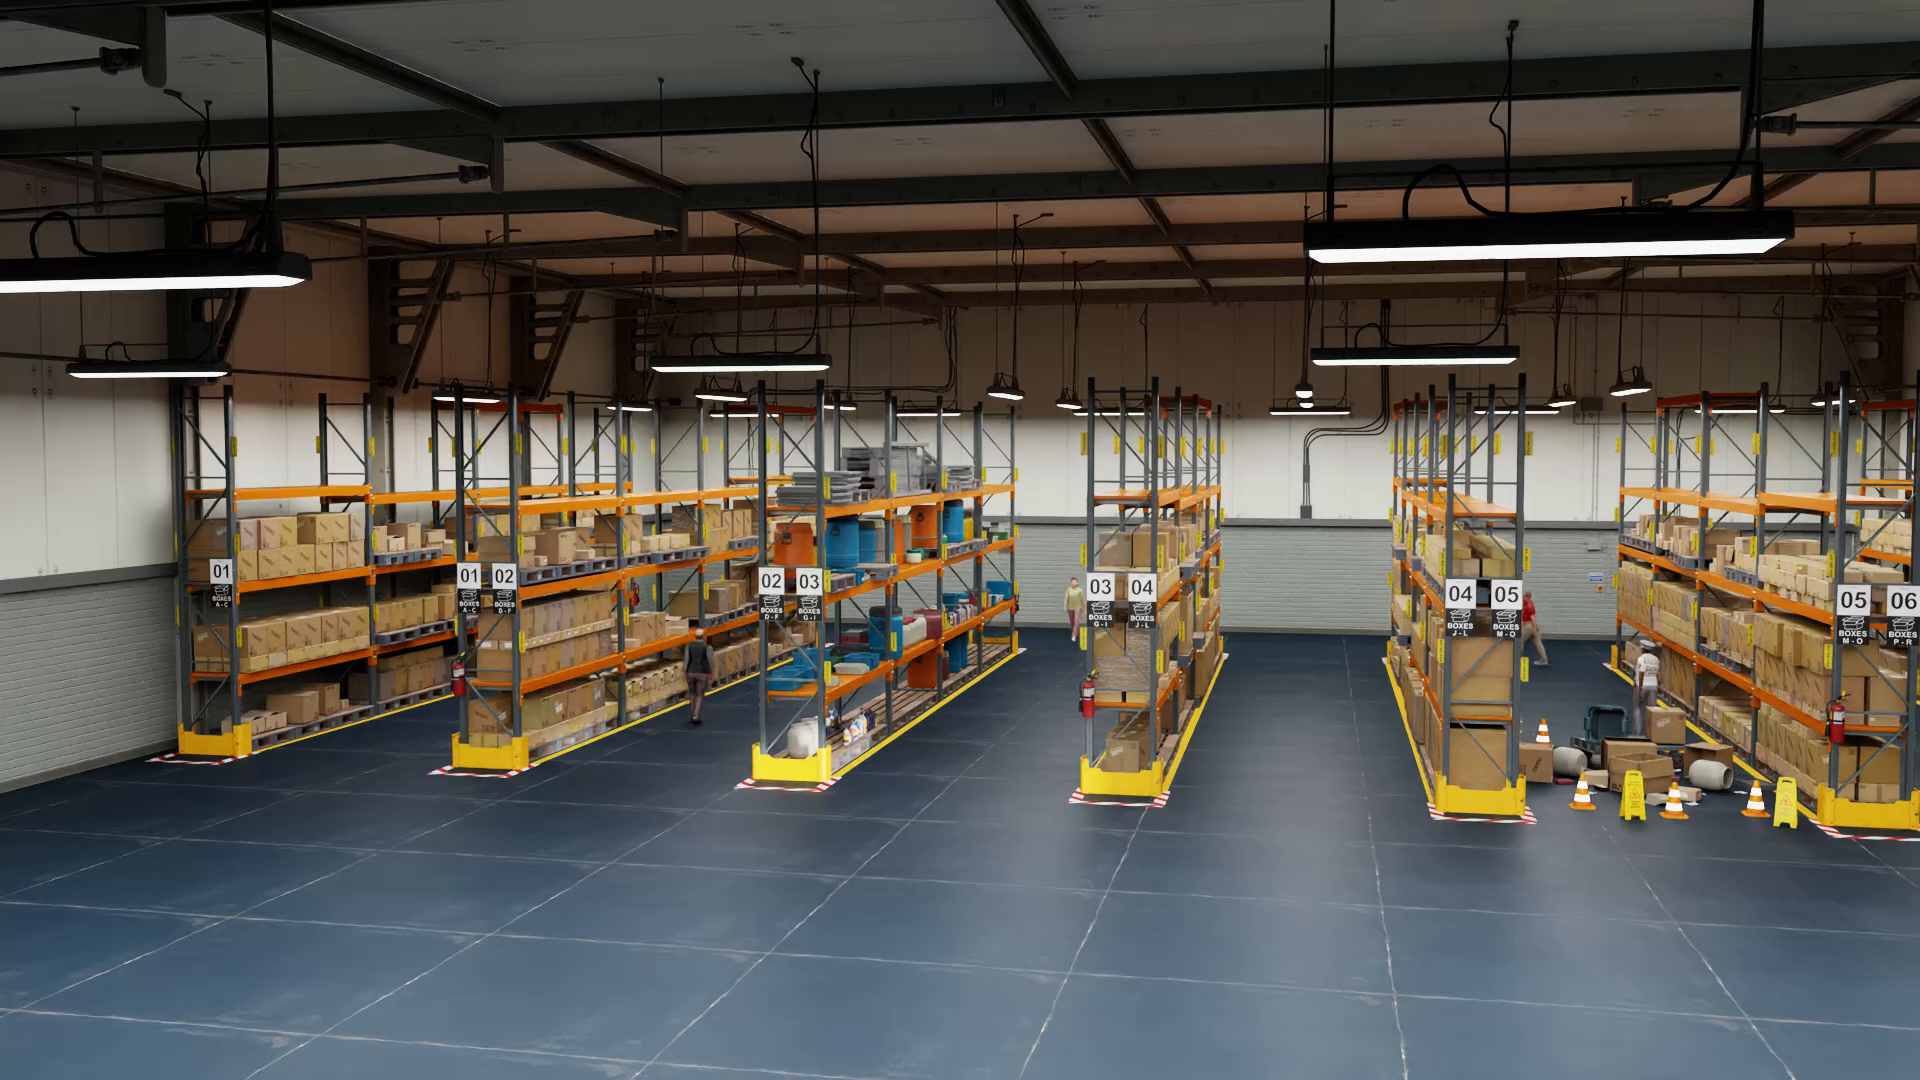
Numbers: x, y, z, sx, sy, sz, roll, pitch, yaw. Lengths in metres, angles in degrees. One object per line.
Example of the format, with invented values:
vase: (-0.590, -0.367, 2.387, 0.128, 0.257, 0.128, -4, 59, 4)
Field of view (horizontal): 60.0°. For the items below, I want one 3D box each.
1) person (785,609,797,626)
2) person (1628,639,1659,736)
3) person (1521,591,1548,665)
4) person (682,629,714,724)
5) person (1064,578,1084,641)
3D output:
person: (-4.400, 1.584, 45.767, 1.143, 1.730, 0.526, 2, 4, 29)
person: (11.827, 2.591, 28.619, 0.454, 1.733, 0.595, 0, 3, 1)
person: (13.018, 2.006, 38.172, 0.993, 1.663, 0.521, 2, 4, 37)
person: (-4.723, 2.489, 30.035, 0.570, 1.770, 0.613, 0, 3, 9)
person: (2.934, 1.772, 42.930, 0.487, 1.603, 1.060, 1, 3, 14)
